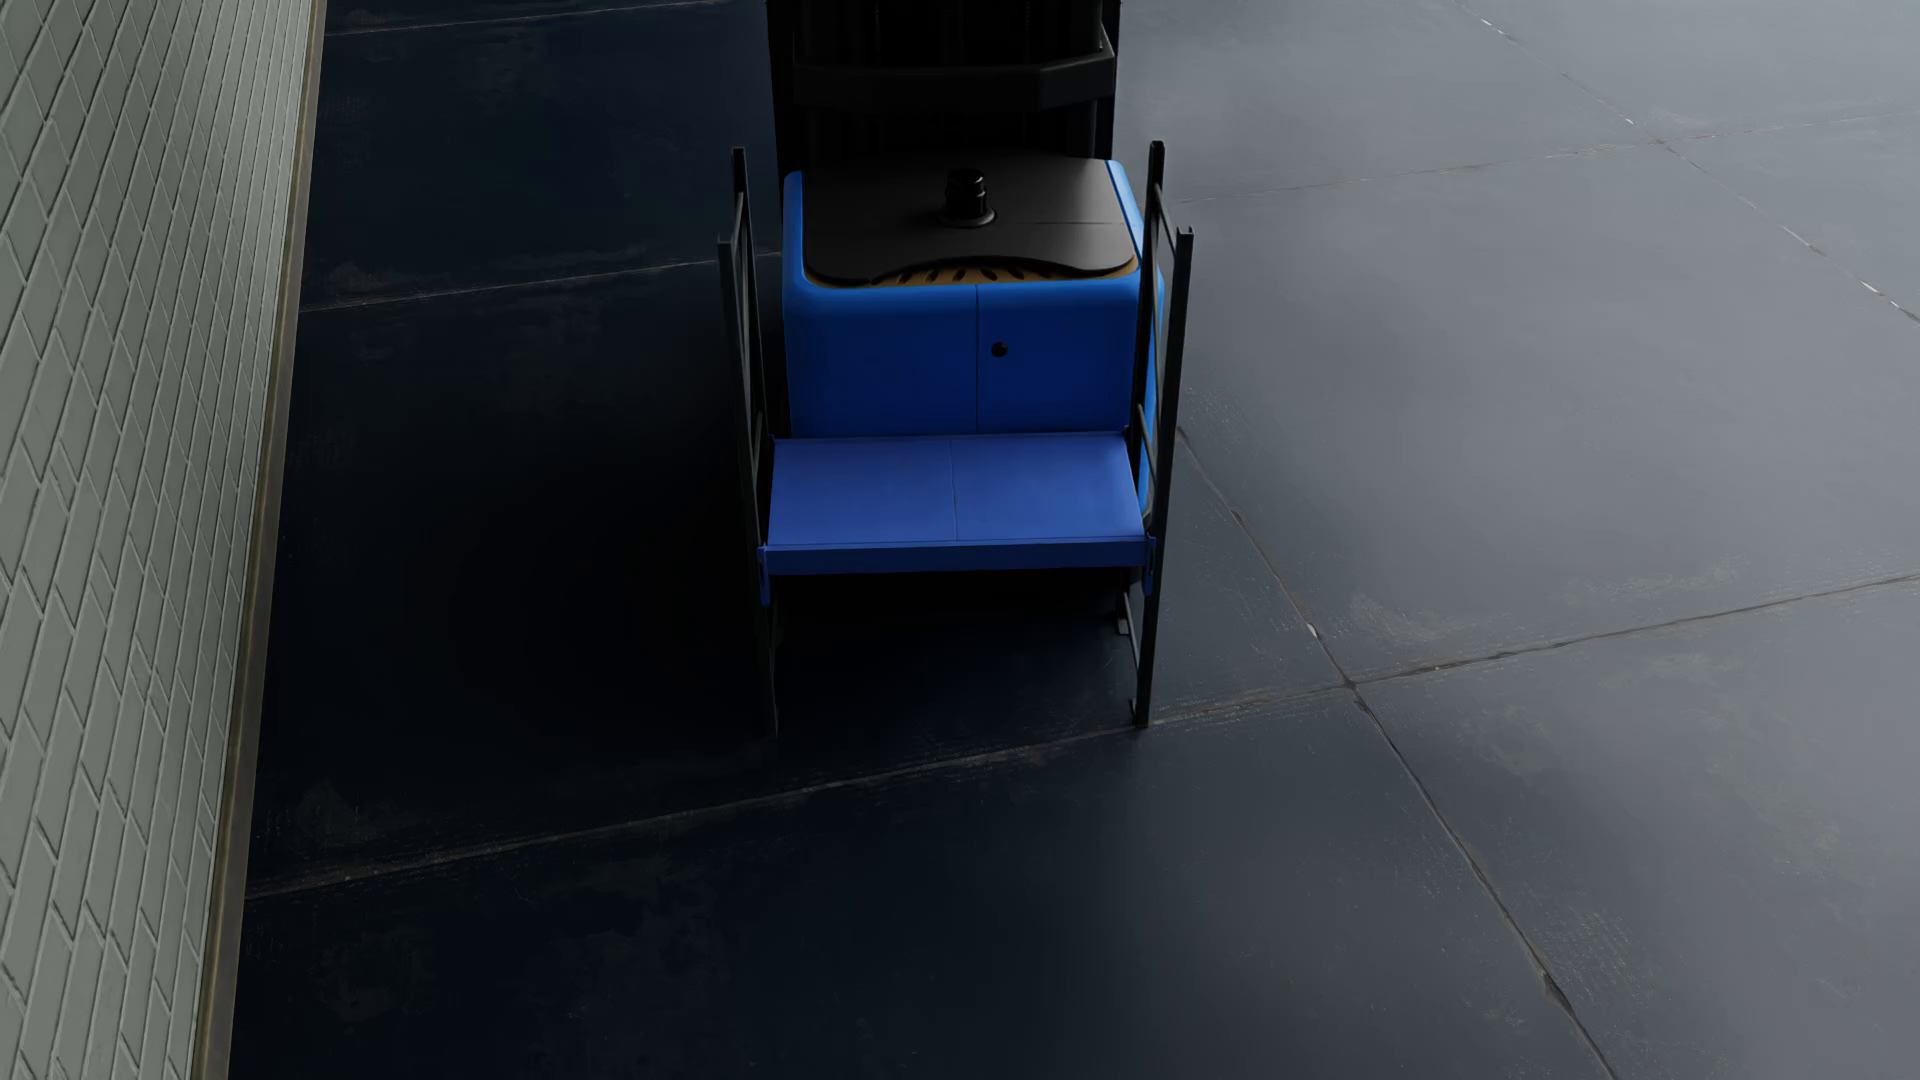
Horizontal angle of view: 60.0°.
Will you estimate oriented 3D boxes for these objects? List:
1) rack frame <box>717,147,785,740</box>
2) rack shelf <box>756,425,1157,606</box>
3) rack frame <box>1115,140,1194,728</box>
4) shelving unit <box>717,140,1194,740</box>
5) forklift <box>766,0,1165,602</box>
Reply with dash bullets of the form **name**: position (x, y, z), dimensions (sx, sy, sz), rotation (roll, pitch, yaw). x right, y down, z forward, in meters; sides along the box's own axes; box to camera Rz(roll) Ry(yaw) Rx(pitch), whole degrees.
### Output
- **rack frame**: position (-0.526, -0.203, 4.281), dimensions (0.032, 1.500, 0.500), rotation (-1, 37, -2)
- **rack shelf**: position (-0.018, -0.074, 4.408), dimensions (1.000, 0.185, 0.538), rotation (-1, 37, -2)
- **rack frame**: position (0.490, -0.230, 4.316), dimensions (0.032, 1.500, 0.500), rotation (-1, 37, -2)
- **shelving unit**: position (-0.018, -0.216, 4.299), dimensions (1.048, 1.500, 0.538), rotation (-1, 37, -2)
- **forklift**: position (-0.070, -1.860, 5.269), dimensions (1.130, 2.935, 3.031), rotation (-3, 37, -4)
